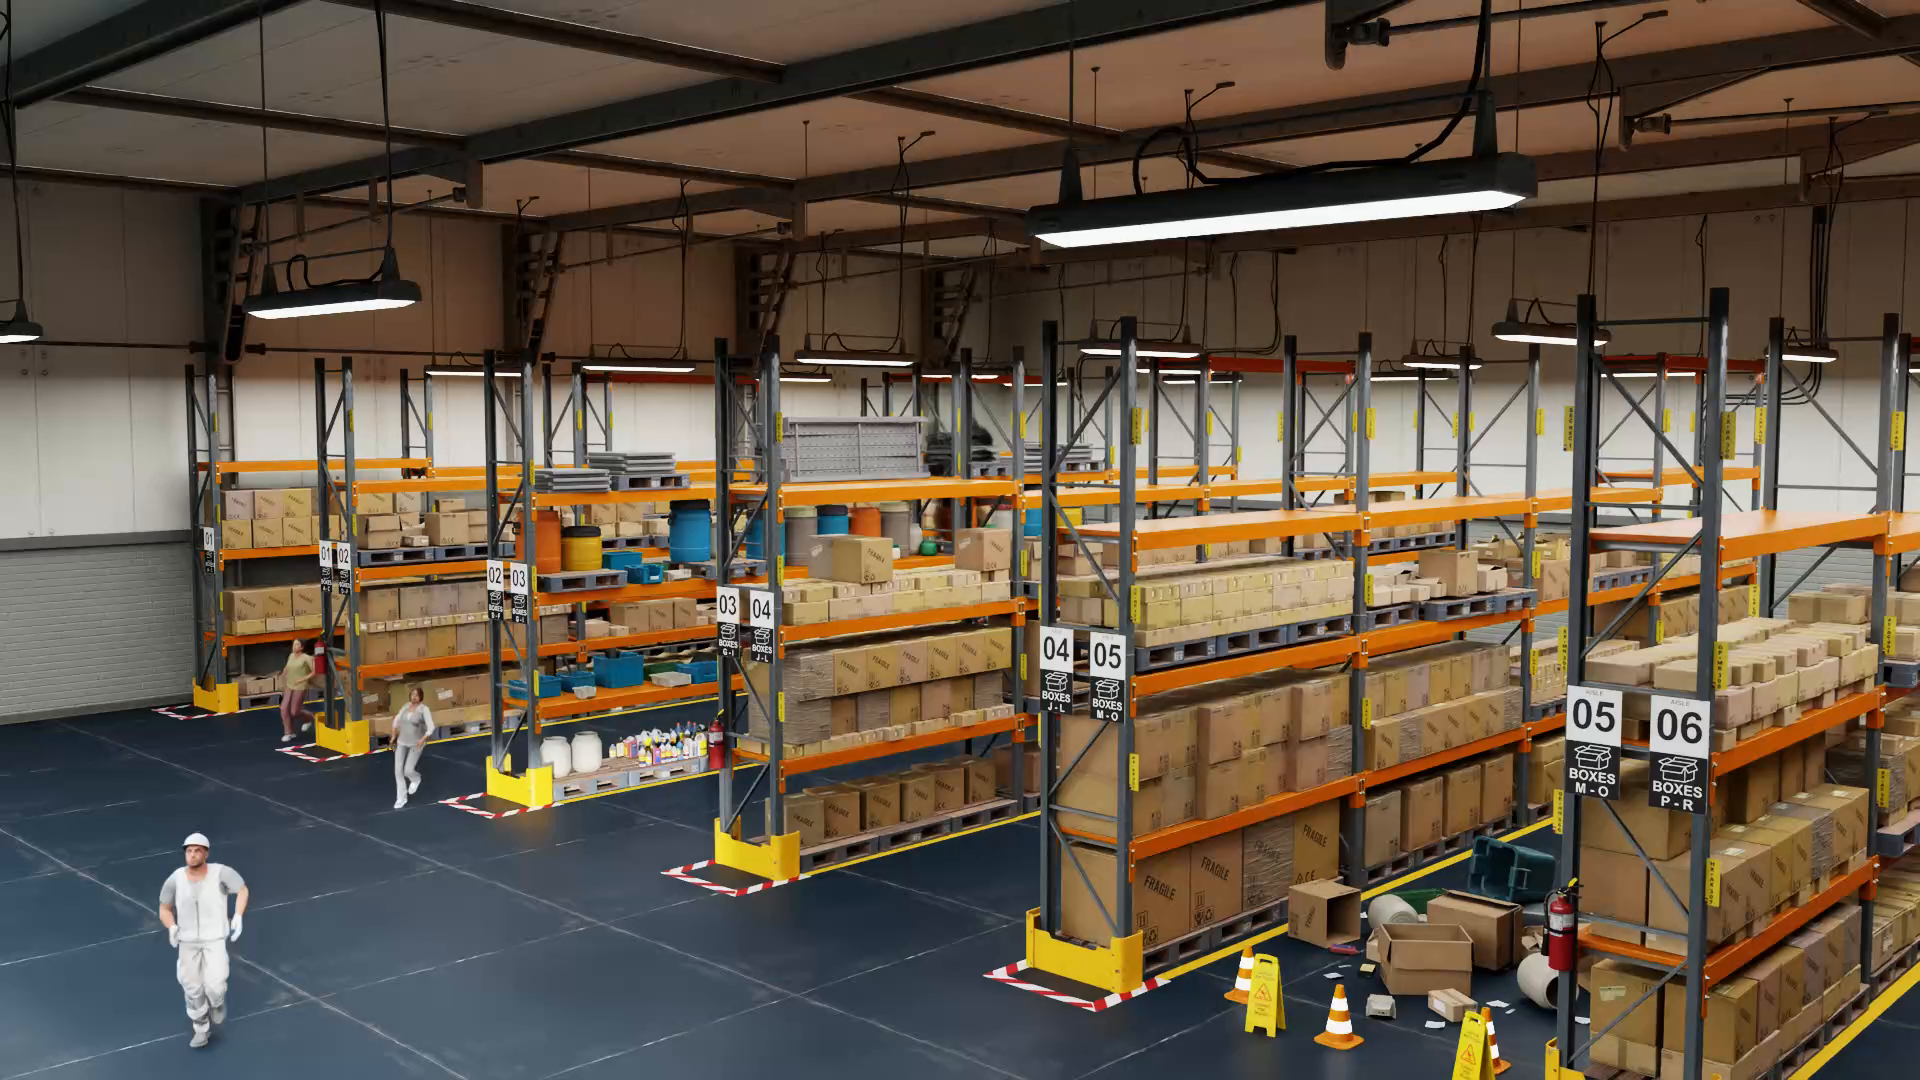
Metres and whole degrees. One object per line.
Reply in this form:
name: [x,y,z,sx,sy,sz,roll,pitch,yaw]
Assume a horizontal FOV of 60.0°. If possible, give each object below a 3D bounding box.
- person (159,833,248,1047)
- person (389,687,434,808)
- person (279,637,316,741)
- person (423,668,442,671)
person: [-6.172,3.260,13.543,0.660,1.745,0.590,-1,5,-15]
person: [-7.247,2.723,21.978,0.594,1.563,0.577,1,4,8]
person: [-10.468,2.350,26.418,0.616,1.635,0.674,2,5,22]
person: [-8.973,2.101,28.532,0.675,1.824,0.764,3,5,37]
